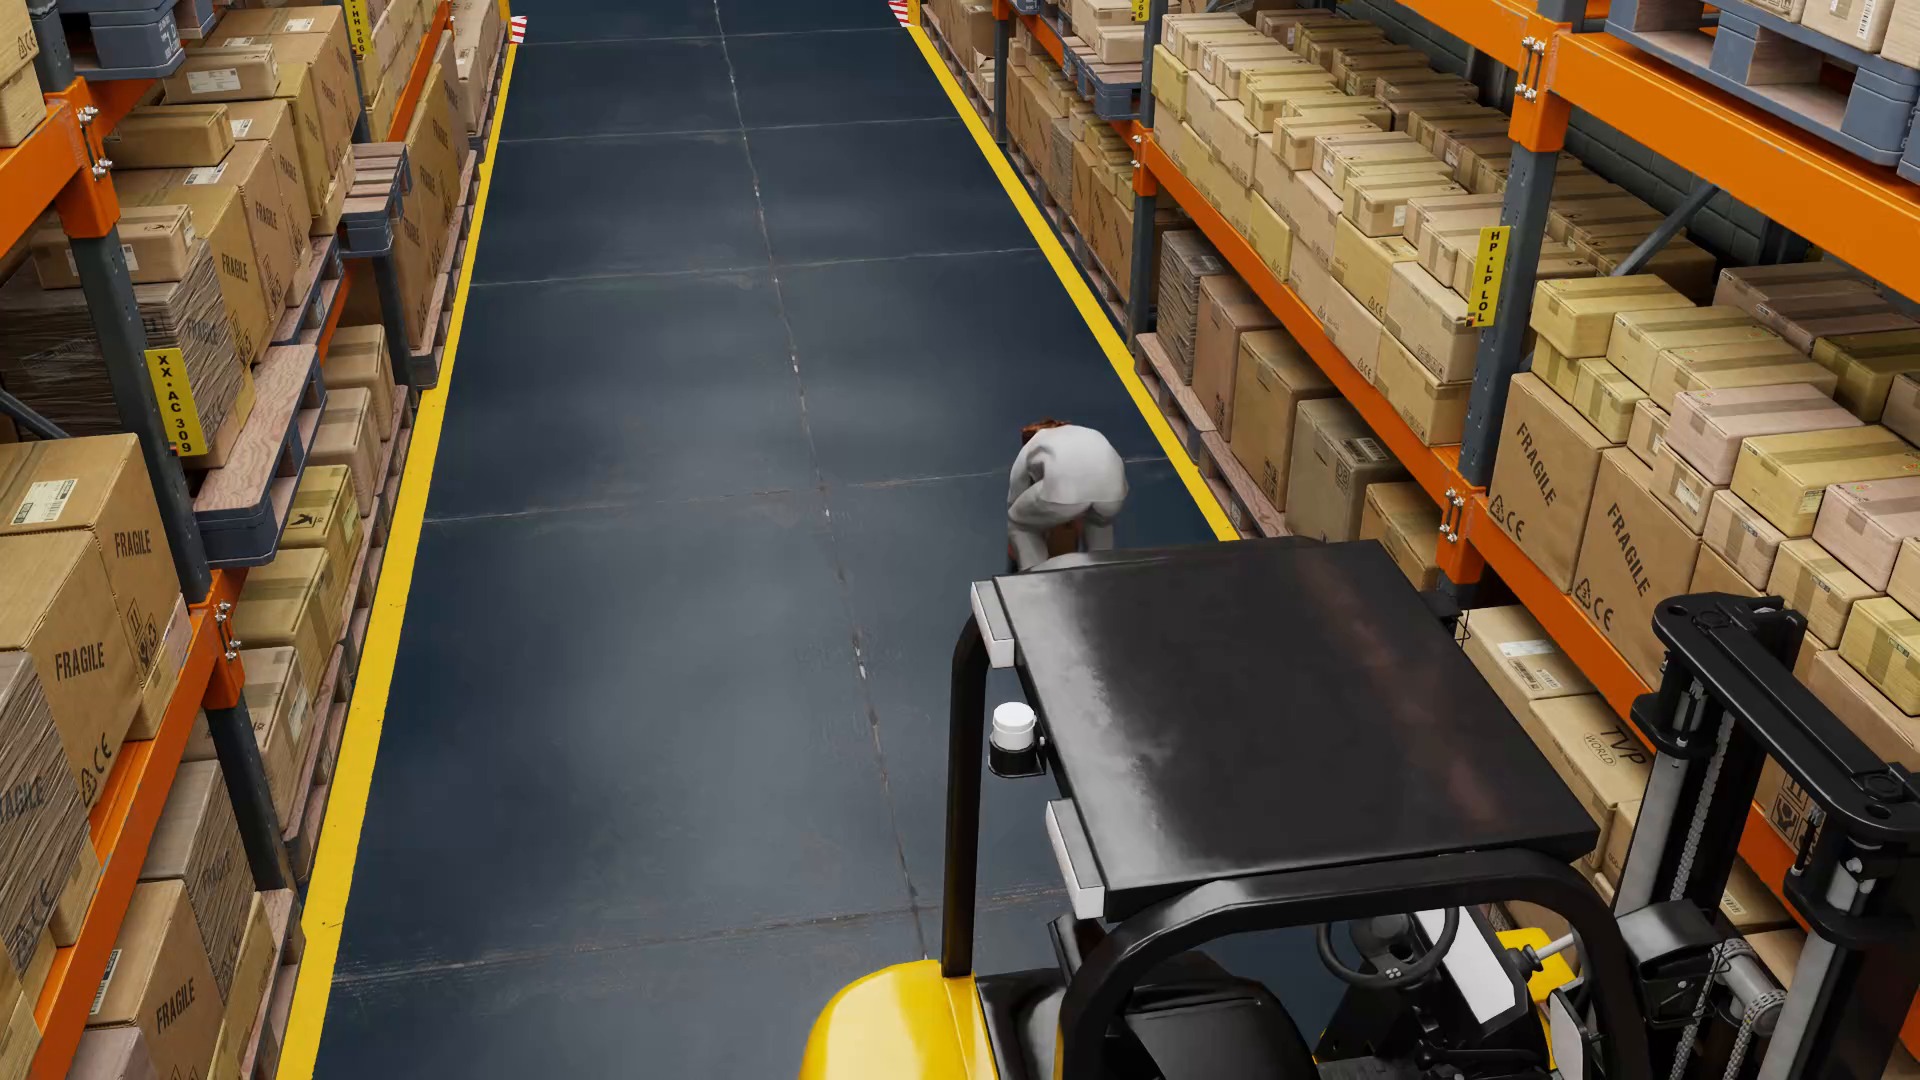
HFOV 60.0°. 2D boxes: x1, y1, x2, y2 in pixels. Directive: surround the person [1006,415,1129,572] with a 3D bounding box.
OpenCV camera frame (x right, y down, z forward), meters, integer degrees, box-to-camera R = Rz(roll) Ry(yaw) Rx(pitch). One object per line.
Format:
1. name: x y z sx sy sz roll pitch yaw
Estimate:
1. person: 0.427 -0.115 7.075 0.471 0.907 0.850 -7 31 -11
